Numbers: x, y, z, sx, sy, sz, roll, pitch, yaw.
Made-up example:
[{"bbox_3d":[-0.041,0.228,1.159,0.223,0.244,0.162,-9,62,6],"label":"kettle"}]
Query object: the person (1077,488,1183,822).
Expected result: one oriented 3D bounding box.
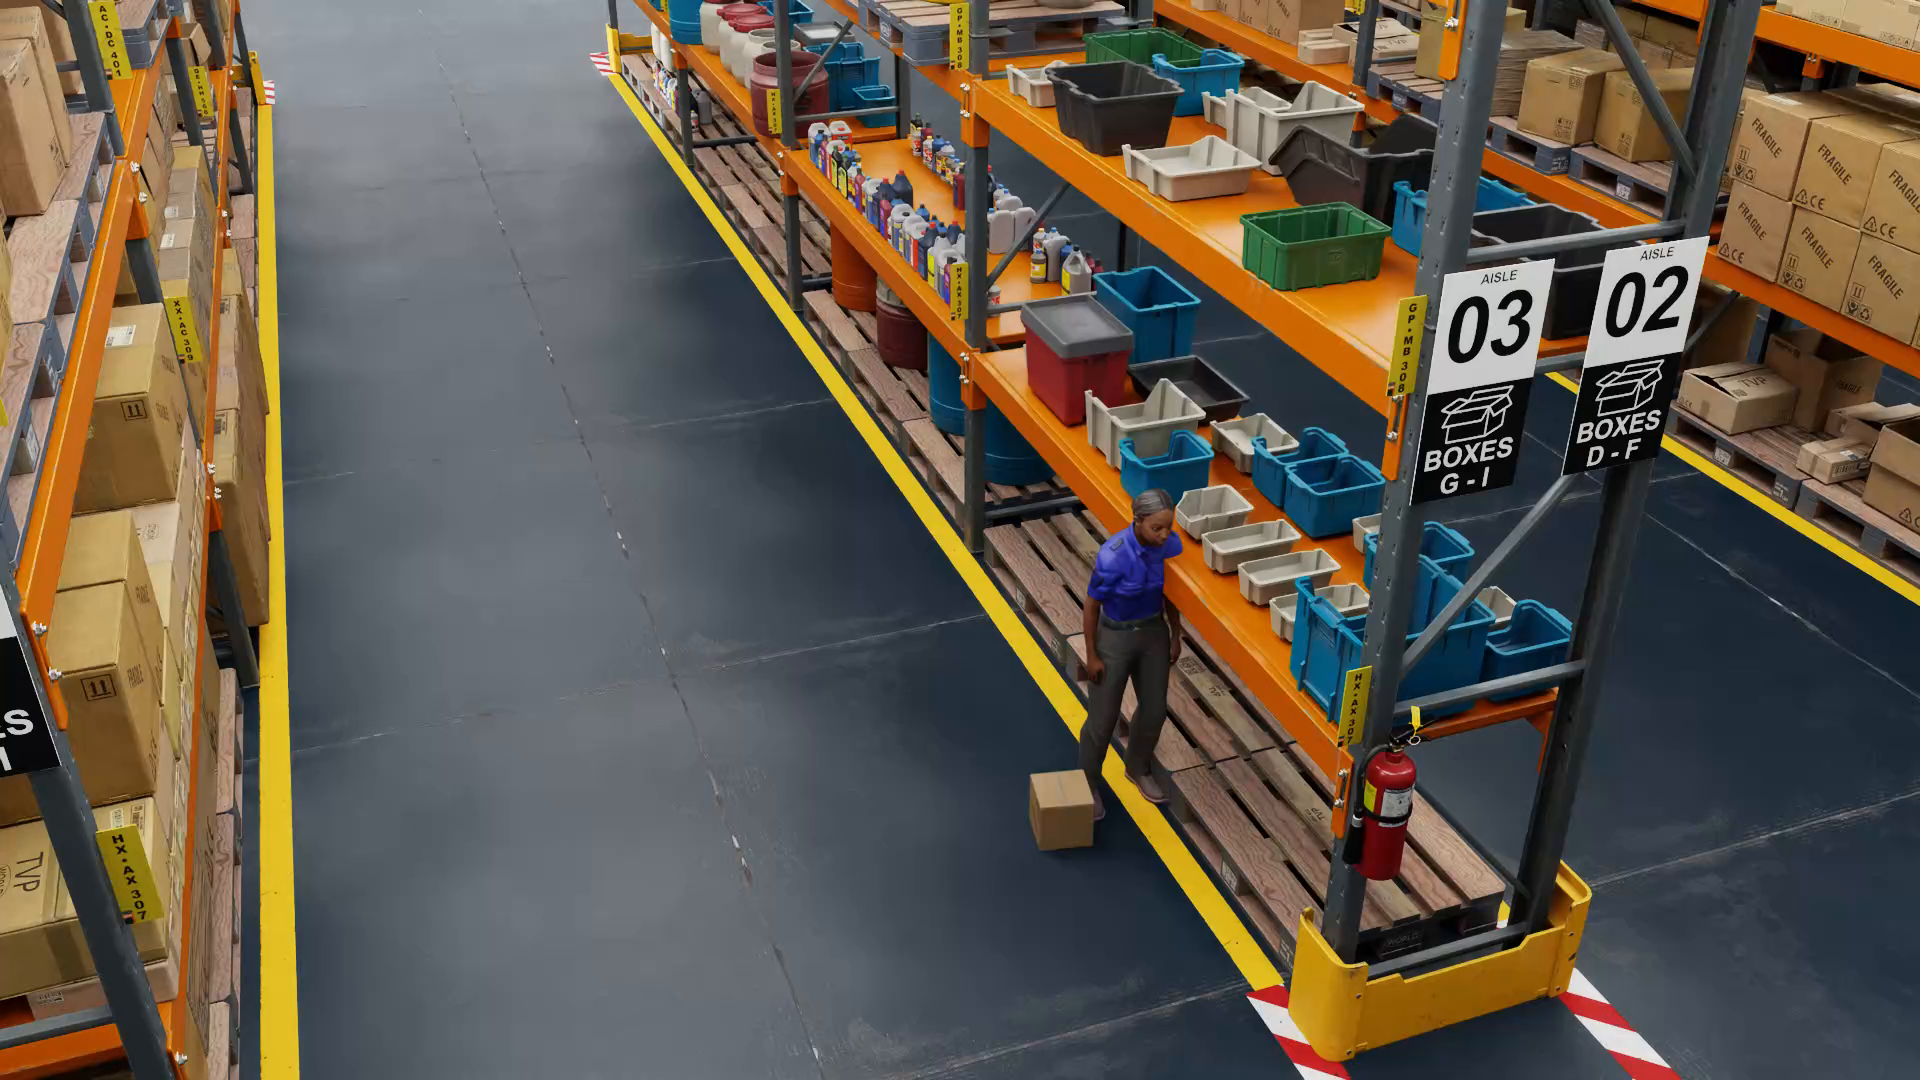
[{"bbox_3d":[0.770,0.481,7.511,0.528,1.653,0.350,-13,32,-21],"label":"person"}]
